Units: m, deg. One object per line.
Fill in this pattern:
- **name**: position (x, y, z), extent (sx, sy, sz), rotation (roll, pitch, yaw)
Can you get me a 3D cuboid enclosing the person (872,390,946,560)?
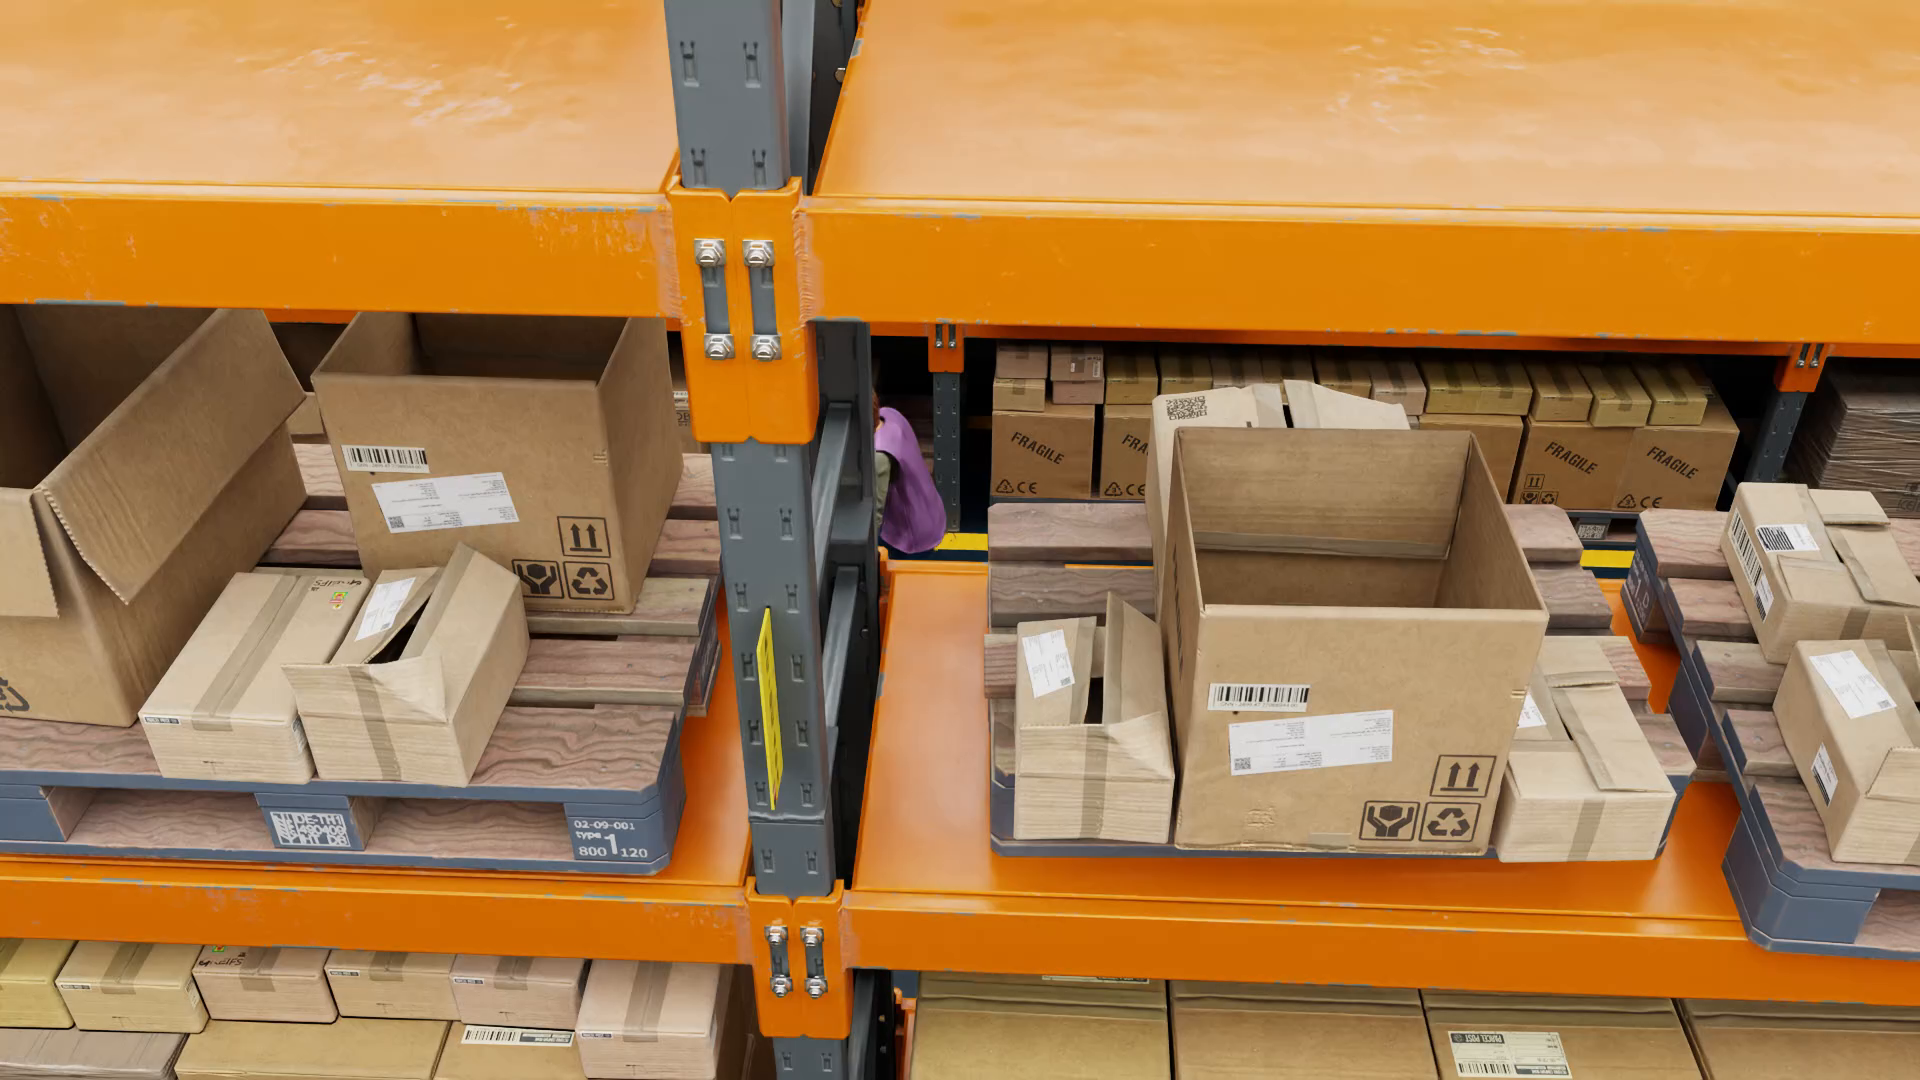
- **person**: position (-0.312, -0.030, 7.269), extent (0.496, 1.482, 0.447), rotation (4, 36, 5)
